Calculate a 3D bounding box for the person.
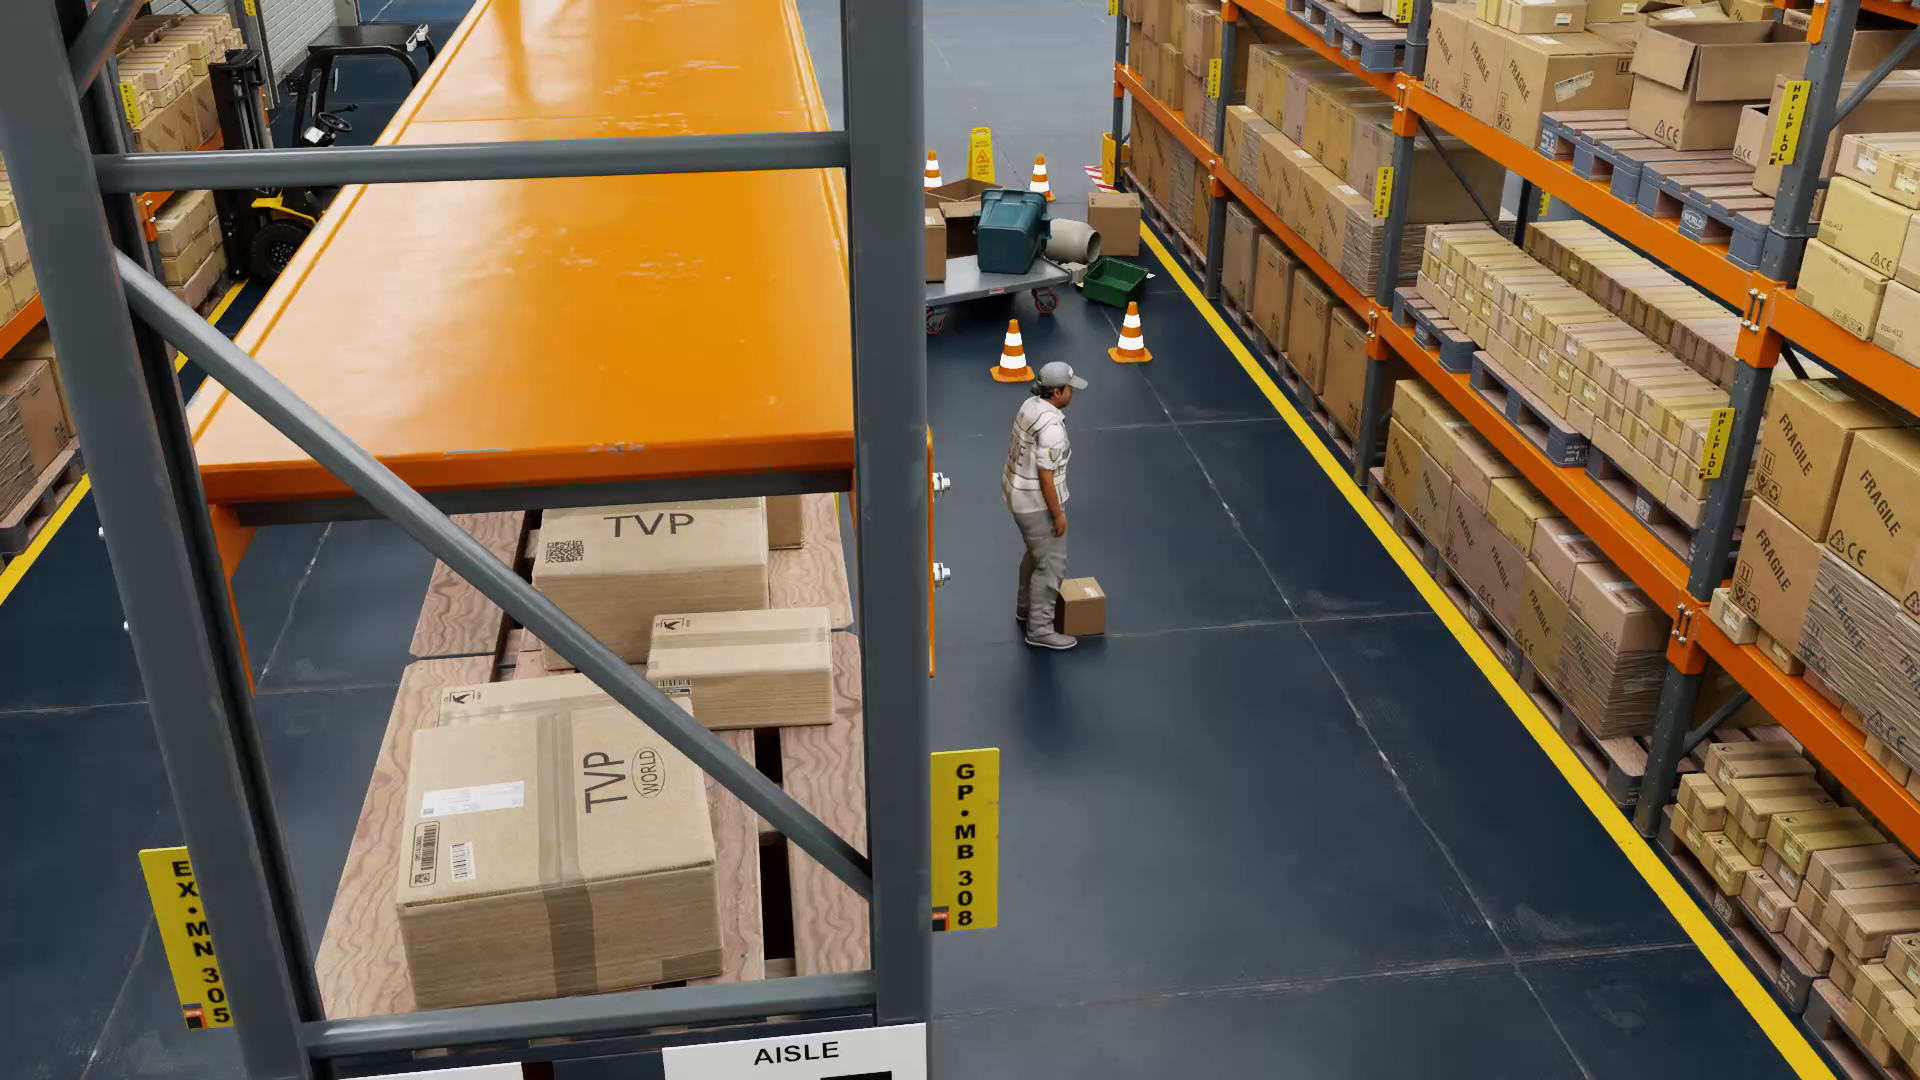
[{"bbox_3d":[0.487,-0.217,9.502,0.463,1.667,0.563,-5,28,-10],"label":"person"}]
